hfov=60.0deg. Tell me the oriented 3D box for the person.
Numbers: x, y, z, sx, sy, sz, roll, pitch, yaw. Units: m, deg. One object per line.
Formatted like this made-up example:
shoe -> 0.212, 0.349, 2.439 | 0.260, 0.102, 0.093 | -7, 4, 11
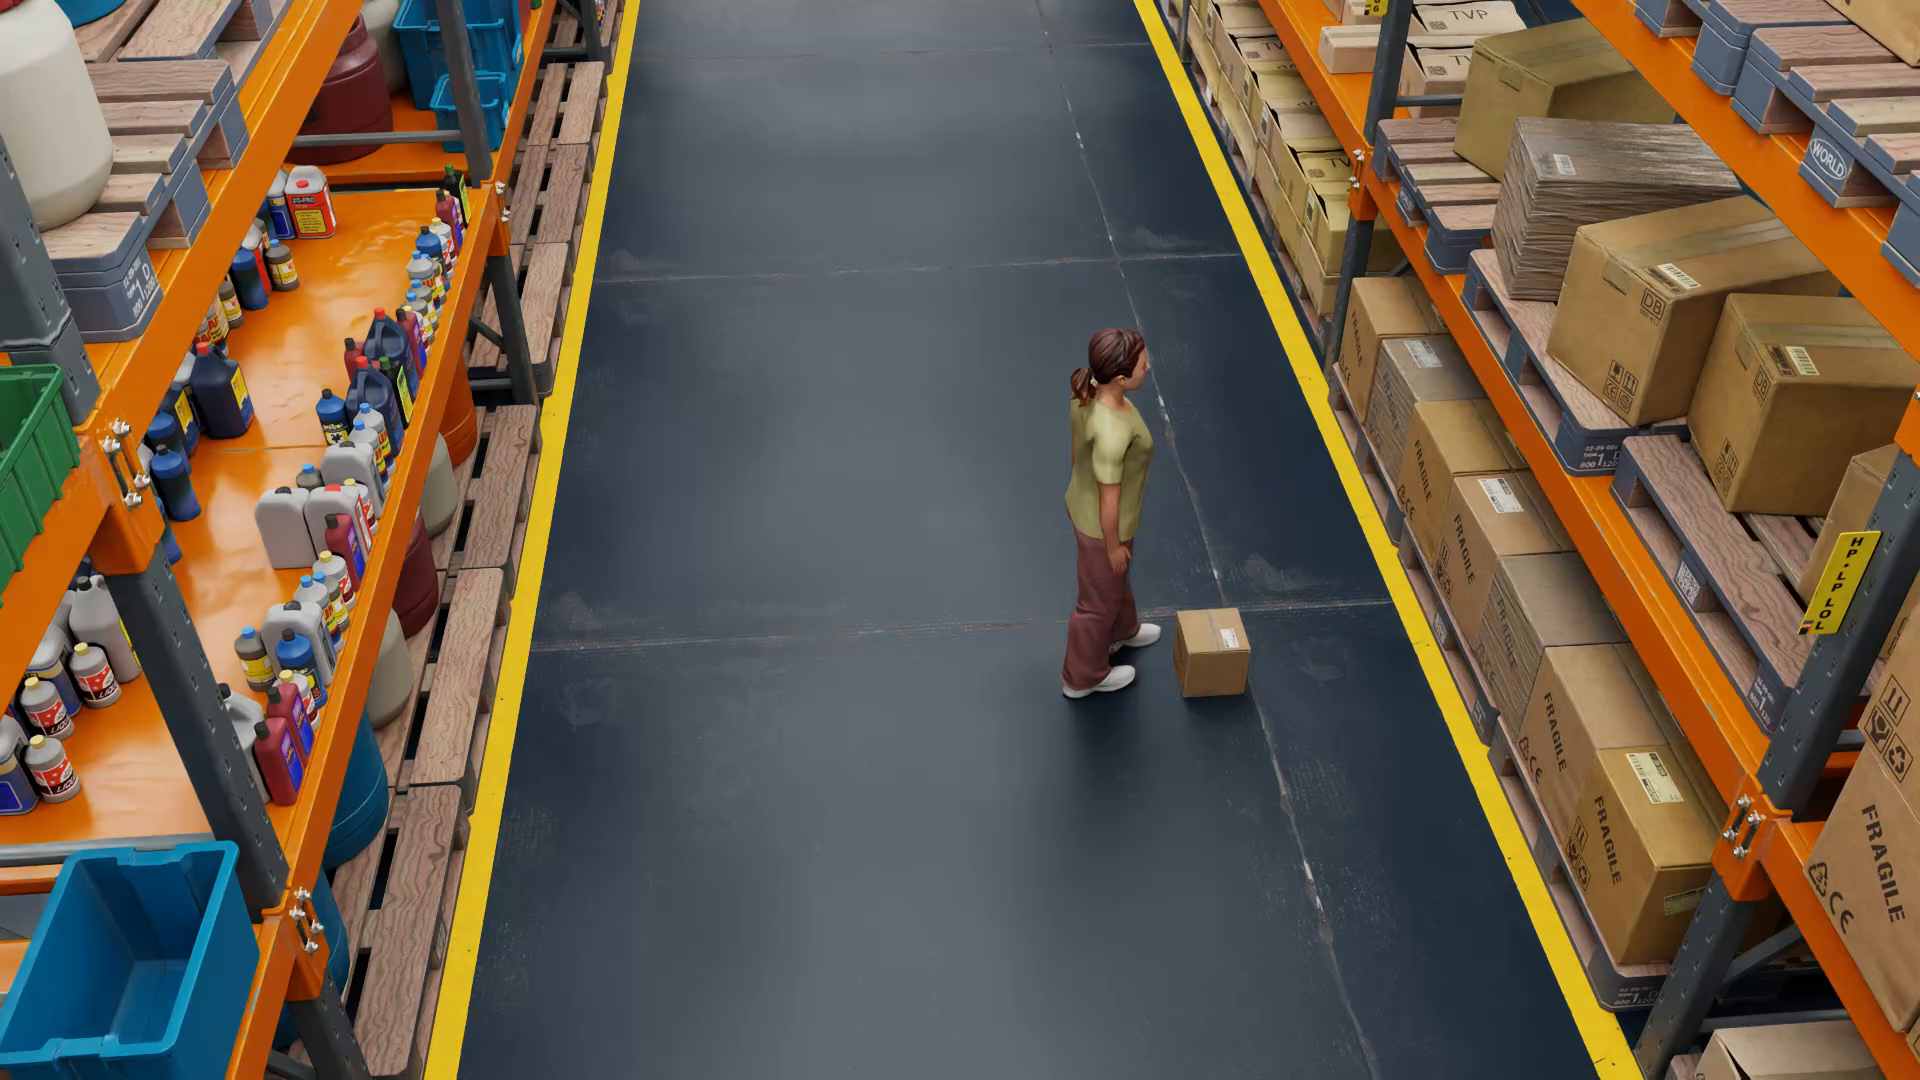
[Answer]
person -> 0.626, -0.097, 6.261 | 0.528, 1.677, 0.471 | -8, 40, -9
